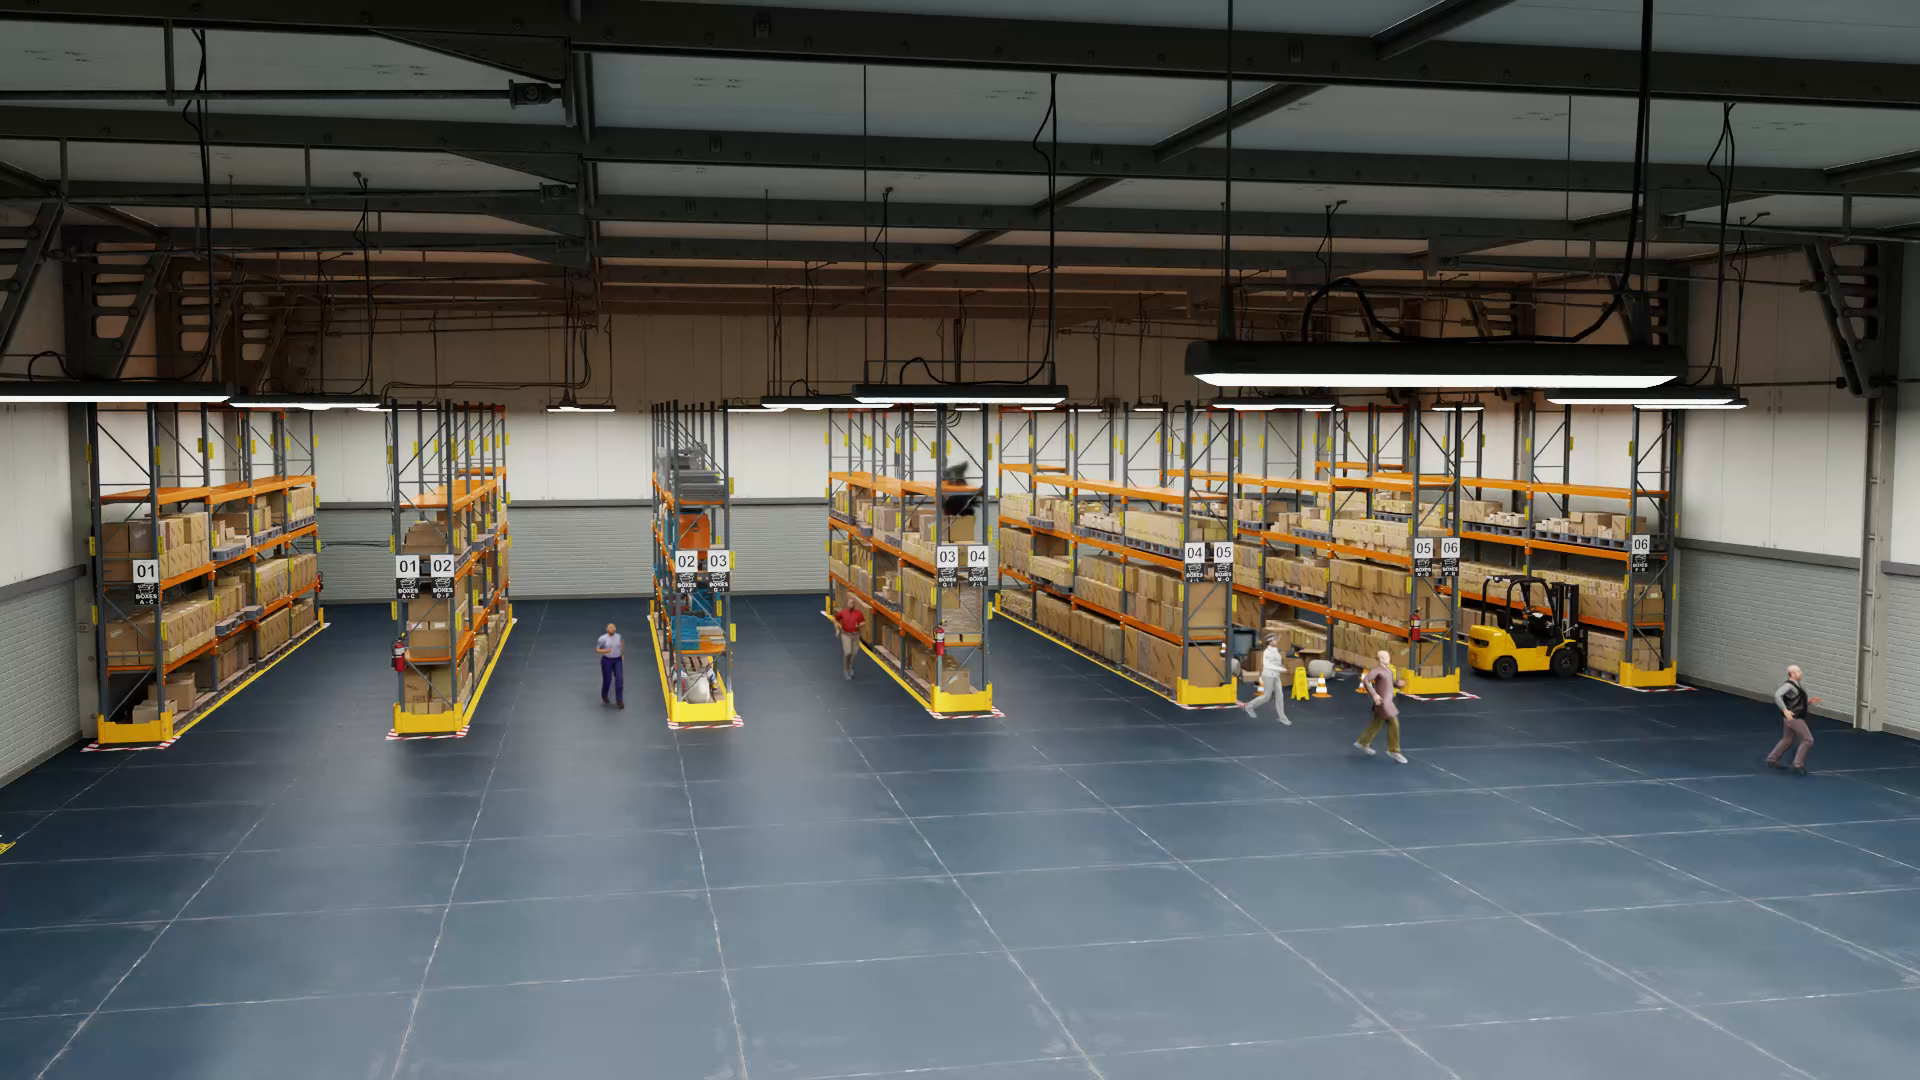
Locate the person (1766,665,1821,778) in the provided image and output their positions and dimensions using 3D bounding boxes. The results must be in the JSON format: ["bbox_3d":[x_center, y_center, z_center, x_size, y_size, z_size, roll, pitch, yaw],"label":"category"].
[{"bbox_3d":[13.239,2.879,26.406,0.752,1.780,0.624,2,5,30],"label":"person"}]

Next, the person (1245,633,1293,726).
[{"bbox_3d":[5.733,2.557,30.799,0.908,1.707,0.633,3,5,31],"label":"person"}]

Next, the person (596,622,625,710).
[{"bbox_3d":[-6.826,2.434,32.545,0.602,1.670,0.886,-2,5,-27],"label":"person"}]

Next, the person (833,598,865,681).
[{"bbox_3d":[-2.366,2.160,36.034,0.631,1.798,0.754,-2,5,-21],"label":"person"}]

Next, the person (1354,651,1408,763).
[{"bbox_3d":[6.994,2.744,27.581,0.908,1.833,0.678,2,5,22],"label":"person"}]
